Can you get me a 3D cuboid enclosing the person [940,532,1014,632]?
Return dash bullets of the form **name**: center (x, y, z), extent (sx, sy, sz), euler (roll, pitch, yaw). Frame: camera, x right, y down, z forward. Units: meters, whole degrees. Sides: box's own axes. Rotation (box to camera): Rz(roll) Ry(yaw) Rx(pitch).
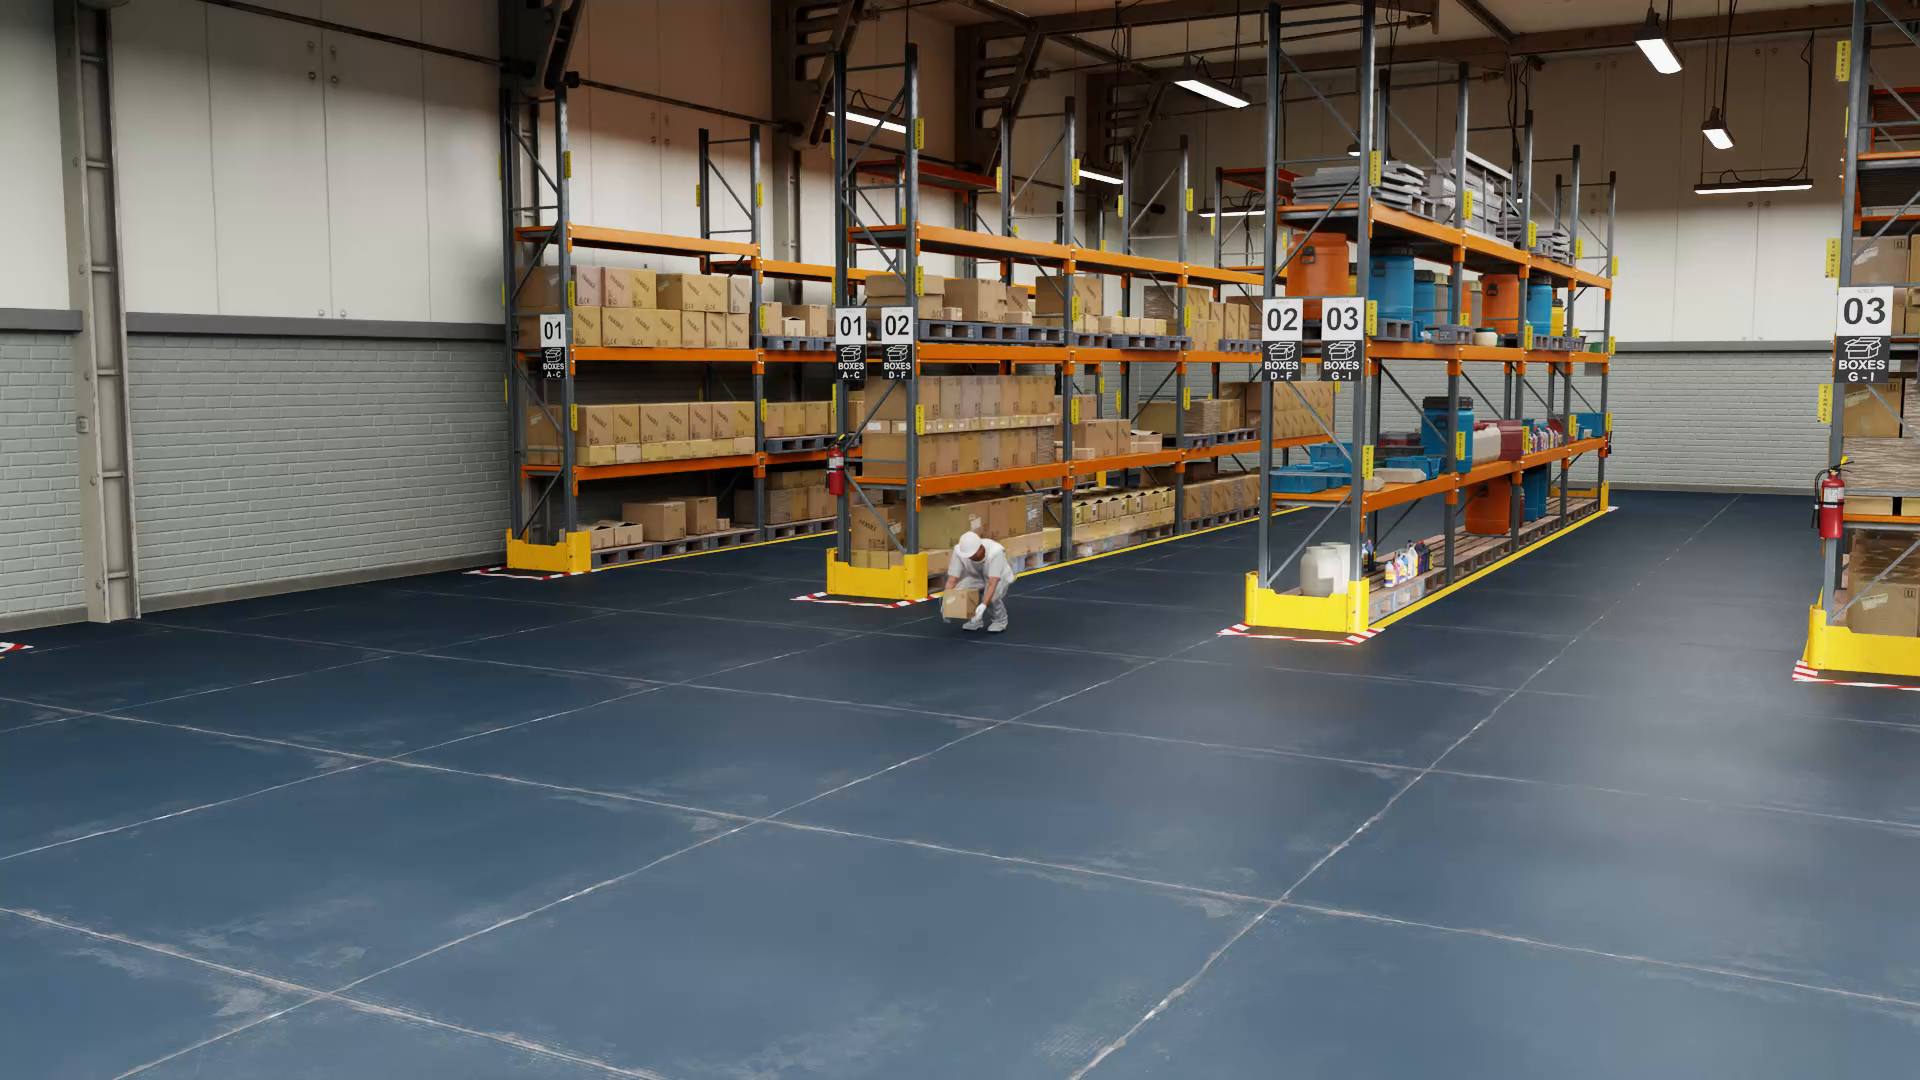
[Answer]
- **person**: center (0.207, 0.393, 15.997), extent (0.578, 1.005, 0.918), euler (3, 7, 30)
